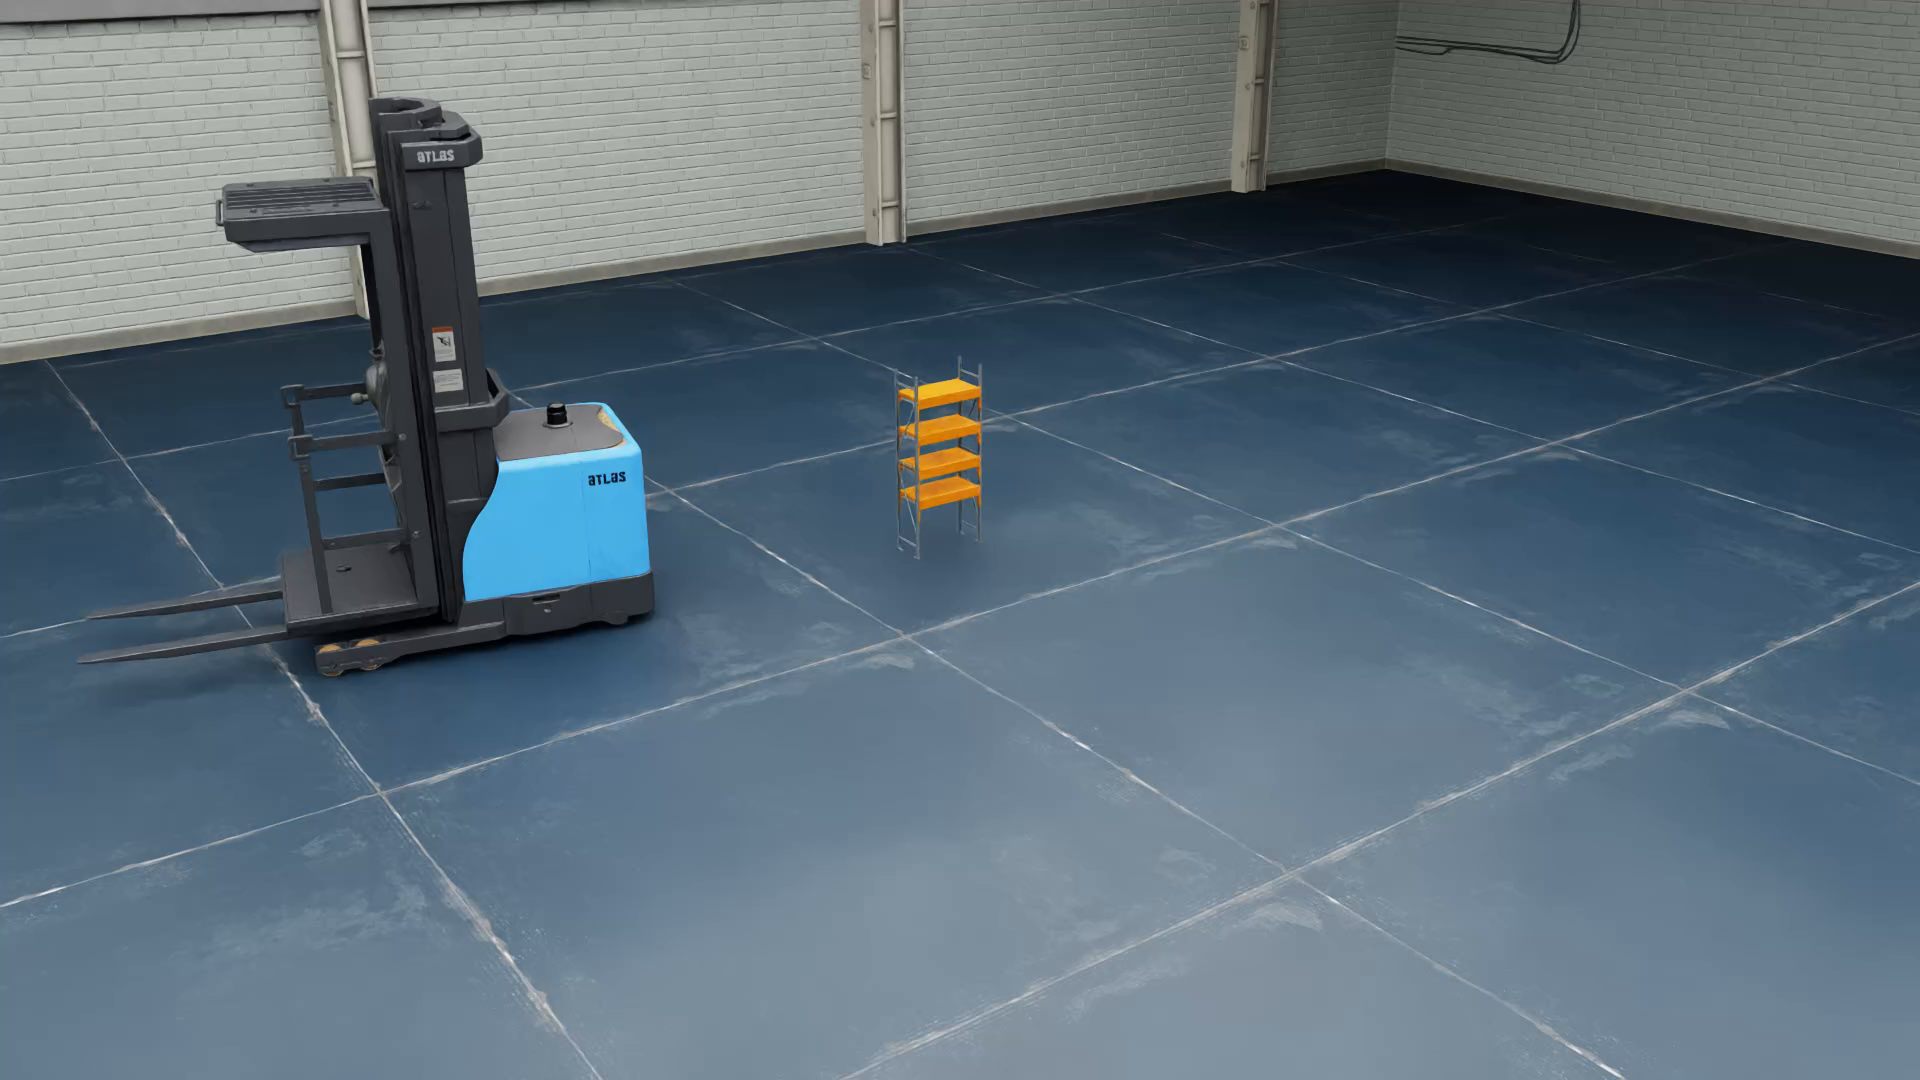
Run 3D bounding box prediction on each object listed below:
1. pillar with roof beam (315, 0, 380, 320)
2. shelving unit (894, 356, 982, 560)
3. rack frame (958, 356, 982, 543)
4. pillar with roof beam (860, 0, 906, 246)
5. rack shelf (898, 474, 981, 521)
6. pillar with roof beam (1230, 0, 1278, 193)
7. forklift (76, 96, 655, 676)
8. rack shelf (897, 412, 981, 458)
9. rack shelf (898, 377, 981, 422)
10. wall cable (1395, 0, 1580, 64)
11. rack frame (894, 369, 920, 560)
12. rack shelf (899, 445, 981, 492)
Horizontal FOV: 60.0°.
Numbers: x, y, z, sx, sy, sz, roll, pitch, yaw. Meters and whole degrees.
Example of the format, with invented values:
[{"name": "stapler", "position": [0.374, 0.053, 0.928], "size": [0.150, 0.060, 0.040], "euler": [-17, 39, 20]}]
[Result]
[{"name": "pillar with roof beam", "position": [-3.240, -5.135, 11.624], "size": [0.400, 9.000, 9.100], "euler": [-15, 26, -33]}, {"name": "shelving unit", "position": [-0.134, -0.521, 10.584], "size": [0.503, 1.200, 0.258], "euler": [-15, 26, -33]}, {"name": "rack frame", "position": [0.064, -0.574, 10.717], "size": [0.015, 1.200, 0.240], "euler": [-15, 26, -33]}, {"name": "pillar with roof beam", "position": [1.630, -6.434, 14.878], "size": [0.400, 9.000, 9.100], "euler": [-15, 26, -33]}, {"name": "rack shelf", "position": [-0.134, -0.275, 10.683], "size": [0.480, 0.148, 0.258], "euler": [-15, 26, -33]}, {"name": "pillar with roof beam", "position": [6.501, -7.733, 18.133], "size": [0.400, 9.000, 9.100], "euler": [-15, 26, -33]}, {"name": "forklift", "position": [-3.349, -0.842, 9.052], "size": [3.031, 2.935, 1.130], "euler": [-9, 23, -21]}, {"name": "rack shelf", "position": [-0.134, -0.667, 10.526], "size": [0.480, 0.148, 0.258], "euler": [-15, 26, -33]}, {"name": "rack shelf", "position": [-0.134, -0.886, 10.439], "size": [0.480, 0.148, 0.258], "euler": [-15, 26, -33]}, {"name": "wall cable", "position": [7.150, -7.826, 22.555], "size": [0.112, 2.526, 3.097], "euler": [-15, 26, -33]}, {"name": "rack frame", "position": [-0.332, -0.469, 10.452], "size": [0.015, 1.200, 0.240], "euler": [-15, 26, -33]}, {"name": "rack shelf", "position": [-0.134, -0.459, 10.609], "size": [0.480, 0.148, 0.258], "euler": [-15, 26, -33]}]
